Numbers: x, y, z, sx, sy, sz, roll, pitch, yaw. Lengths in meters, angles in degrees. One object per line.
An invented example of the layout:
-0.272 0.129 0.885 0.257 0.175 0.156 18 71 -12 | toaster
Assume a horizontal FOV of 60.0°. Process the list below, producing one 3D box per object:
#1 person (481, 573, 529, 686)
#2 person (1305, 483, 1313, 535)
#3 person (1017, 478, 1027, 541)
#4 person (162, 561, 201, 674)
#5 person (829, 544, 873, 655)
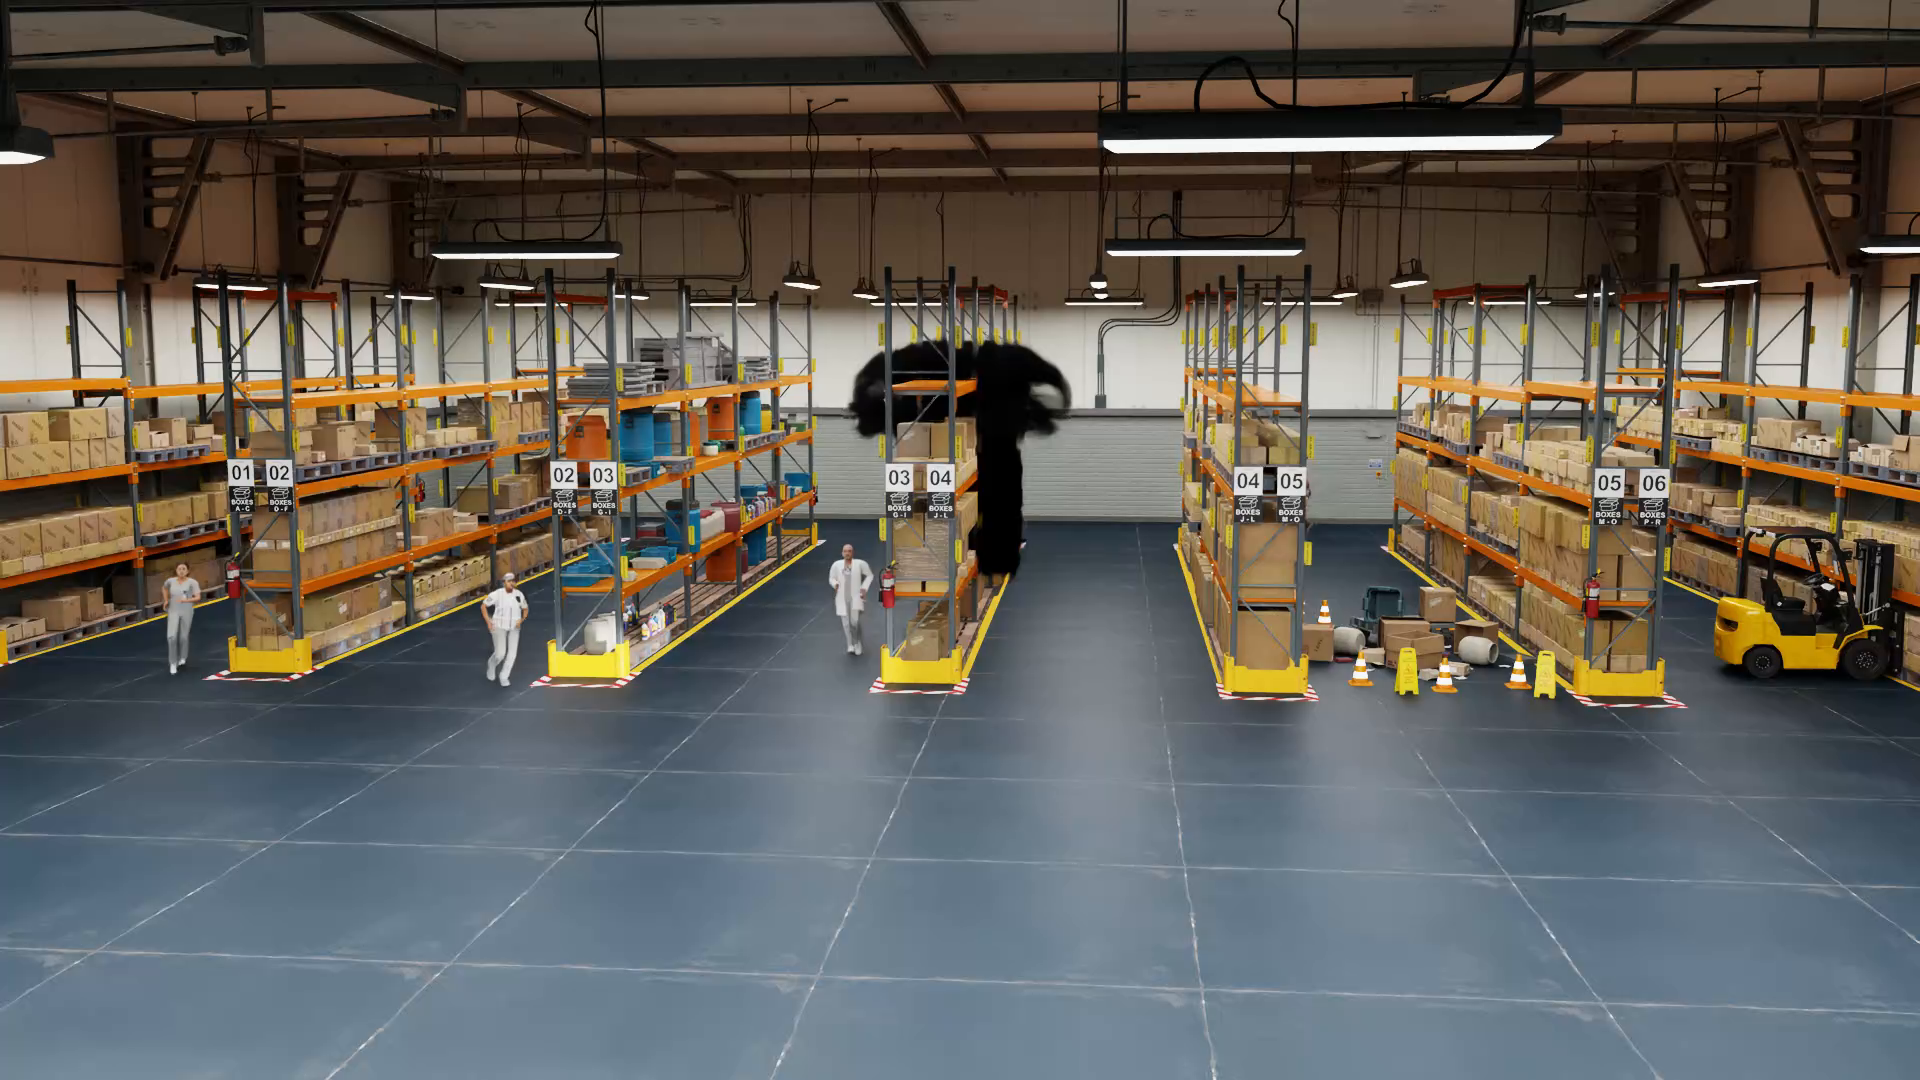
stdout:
-6.566 1.289 24.133 0.661 1.627 0.510 -5 9 -35 | person
8.322 -0.838 40.983 0.918 1.764 0.712 -2 7 -16 | person
1.314 -0.764 40.920 0.667 1.612 0.666 2 7 18 | person
-11.753 1.153 25.139 0.555 1.706 0.707 -2 7 -19 | person
-1.741 0.951 26.235 0.681 1.765 0.721 1 7 7 | person
